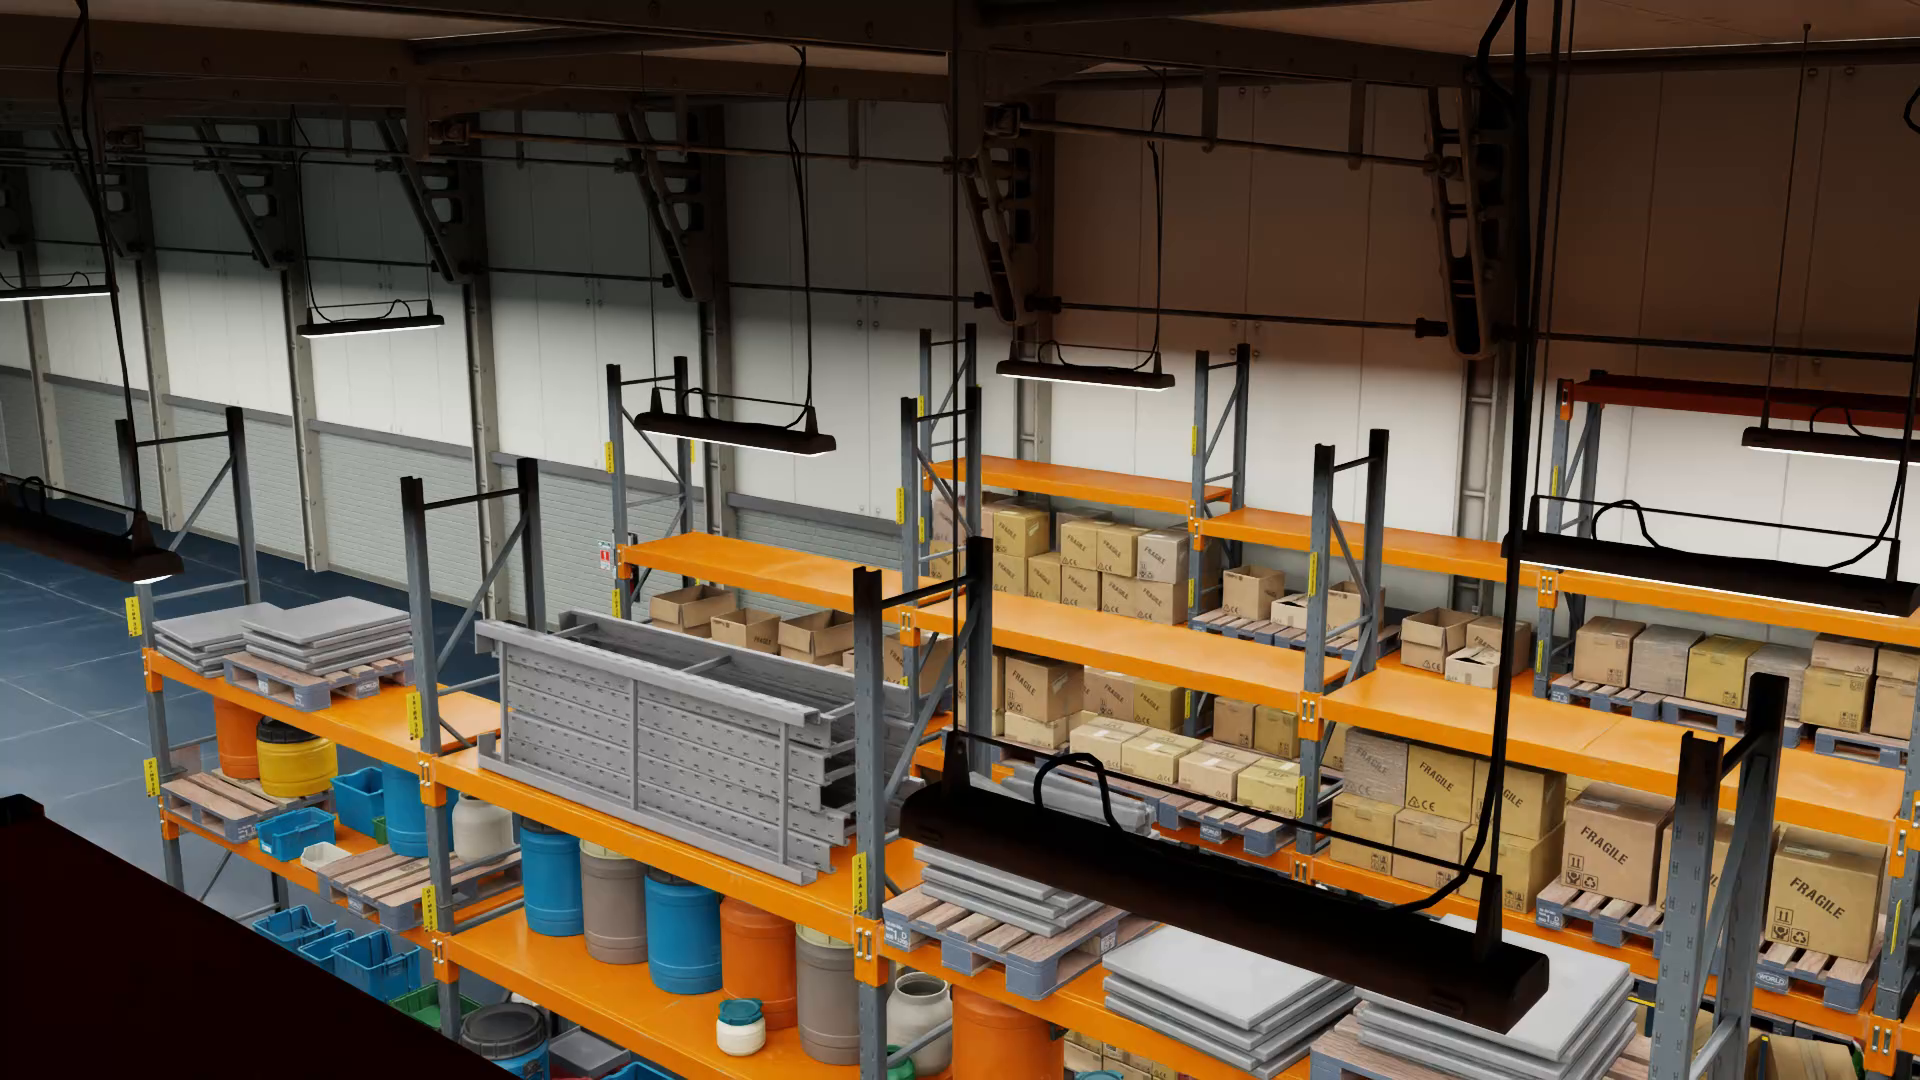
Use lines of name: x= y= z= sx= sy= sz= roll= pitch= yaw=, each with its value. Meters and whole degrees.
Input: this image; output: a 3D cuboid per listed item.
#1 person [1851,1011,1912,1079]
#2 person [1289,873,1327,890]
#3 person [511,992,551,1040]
person: x=7.565 y=4.194 z=13.639 sx=0.583 sy=1.787 sz=0.731 roll=-2 pitch=13 yaw=-8
person: x=3.278 y=3.824 z=15.528 sx=0.740 sy=1.670 sz=0.681 roll=-11 pitch=17 yaw=-41
person: x=-3.756 y=4.059 z=14.545 sx=0.377 sy=1.712 sz=0.563 roll=3 pitch=13 yaw=12
